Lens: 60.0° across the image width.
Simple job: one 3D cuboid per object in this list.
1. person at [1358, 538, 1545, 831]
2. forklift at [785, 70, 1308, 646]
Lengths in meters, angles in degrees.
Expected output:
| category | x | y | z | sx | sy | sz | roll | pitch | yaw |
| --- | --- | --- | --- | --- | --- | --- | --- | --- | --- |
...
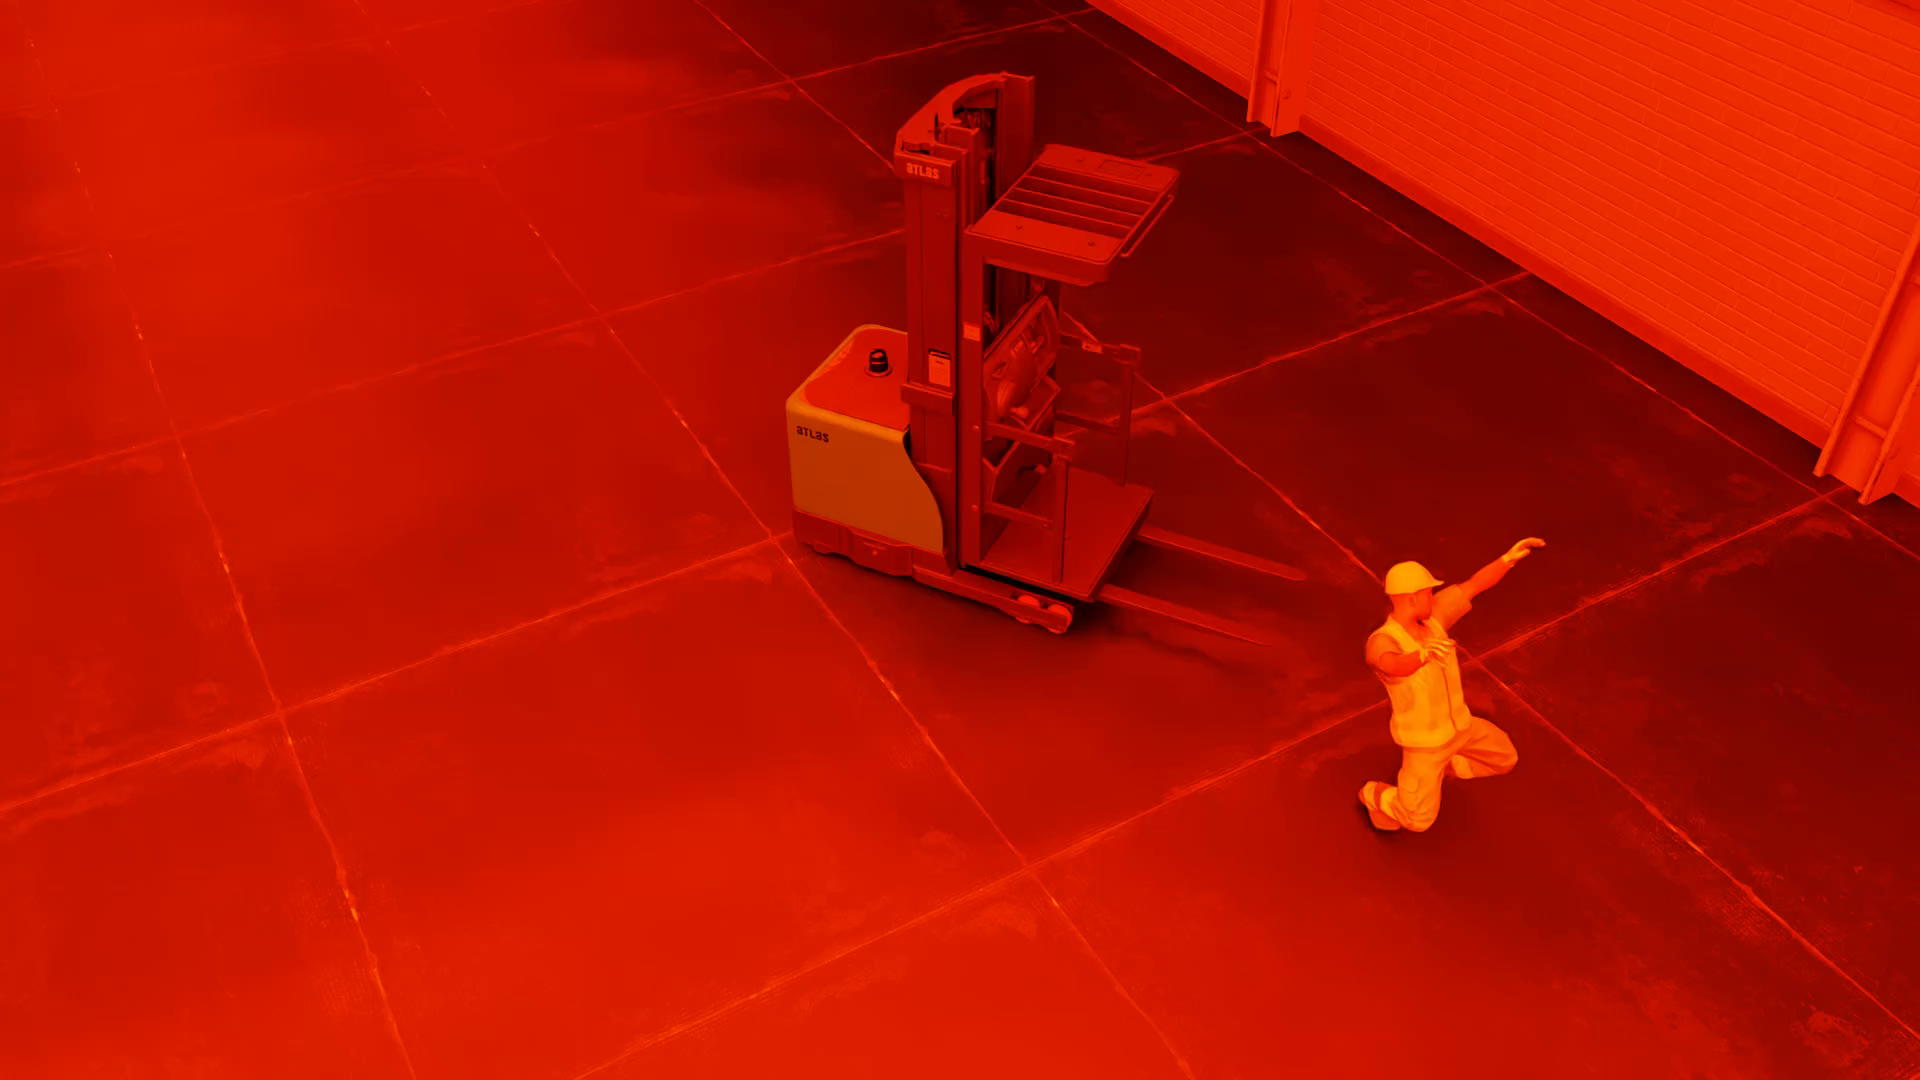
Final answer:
| category | x | y | z | sx | sy | sz | roll | pitch | yaw |
| --- | --- | --- | --- | --- | --- | --- | --- | --- | --- |
| person | 2.321 | 0.768 | 8.123 | 0.988 | 1.643 | 0.772 | -27 | 47 | -29 |
| forklift | 0.527 | -0.975 | 9.212 | 3.031 | 2.935 | 1.130 | 17 | 43 | 19 |
